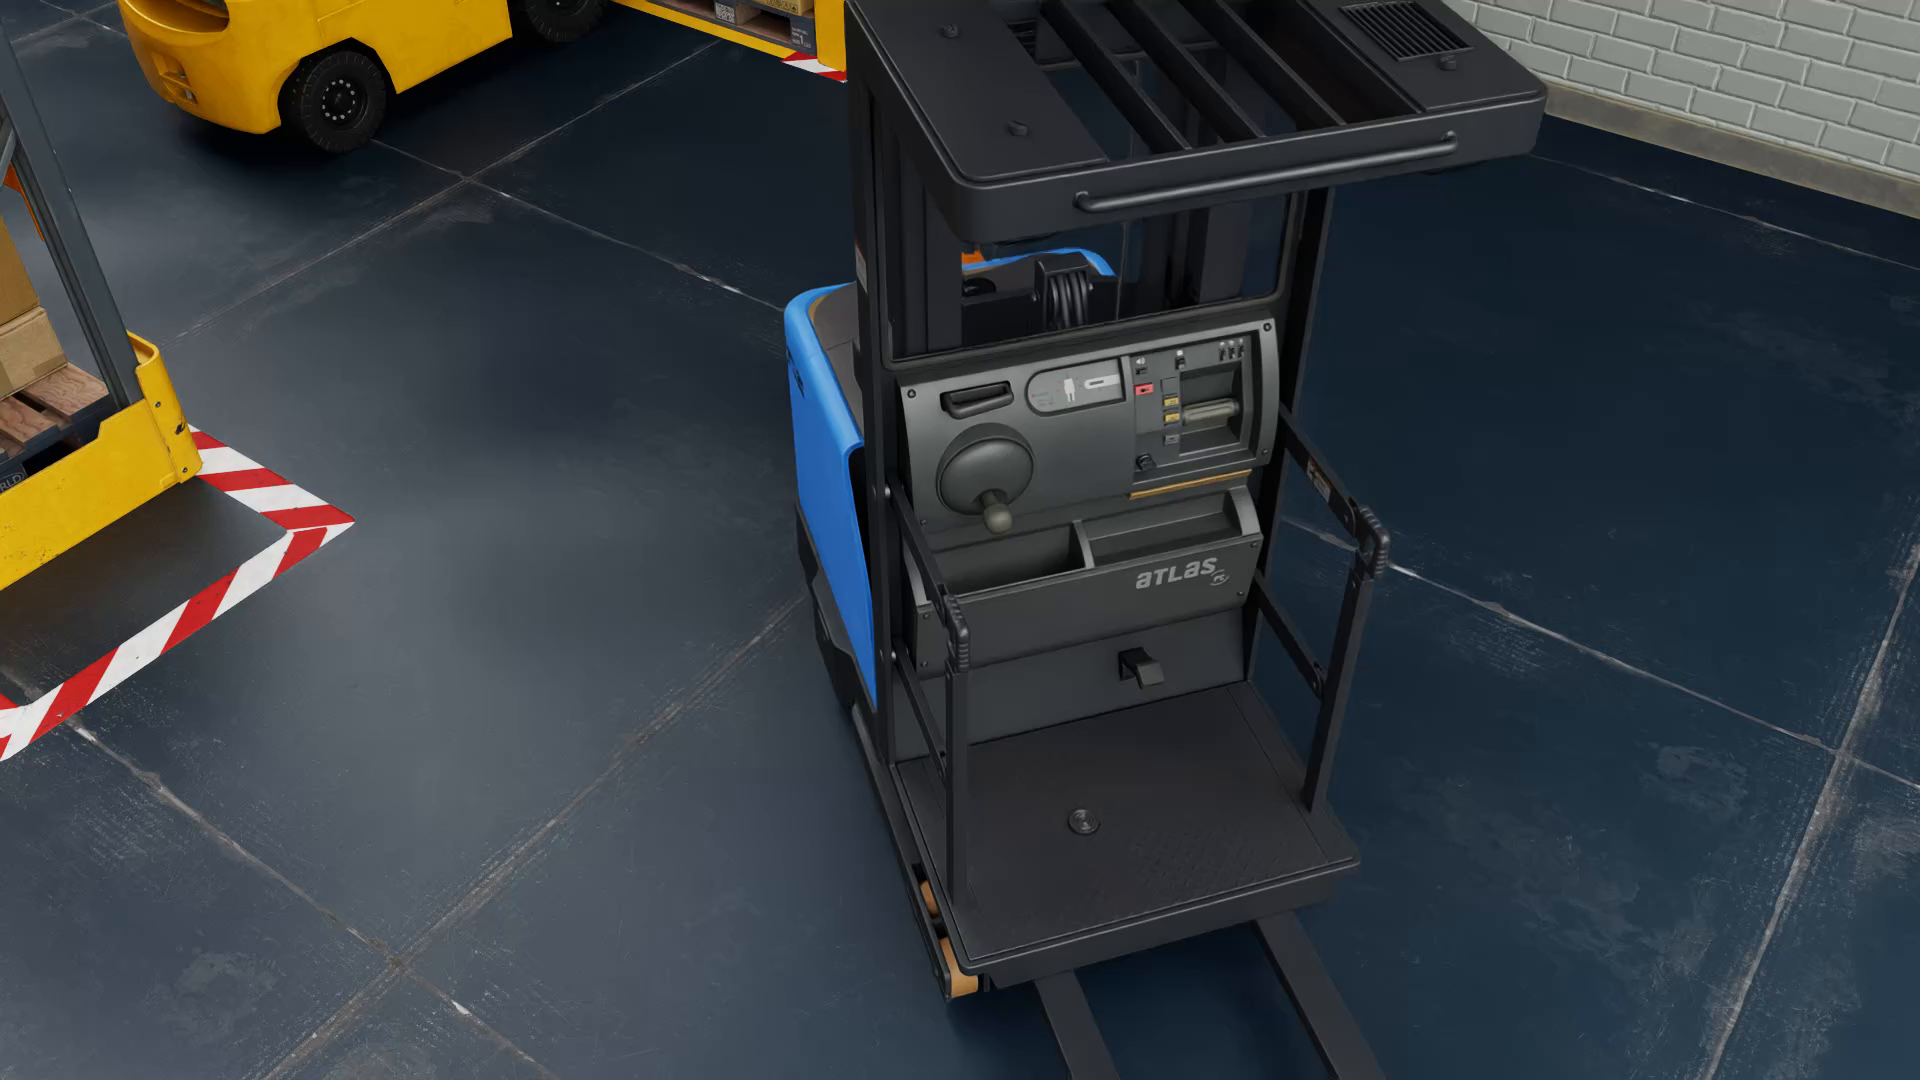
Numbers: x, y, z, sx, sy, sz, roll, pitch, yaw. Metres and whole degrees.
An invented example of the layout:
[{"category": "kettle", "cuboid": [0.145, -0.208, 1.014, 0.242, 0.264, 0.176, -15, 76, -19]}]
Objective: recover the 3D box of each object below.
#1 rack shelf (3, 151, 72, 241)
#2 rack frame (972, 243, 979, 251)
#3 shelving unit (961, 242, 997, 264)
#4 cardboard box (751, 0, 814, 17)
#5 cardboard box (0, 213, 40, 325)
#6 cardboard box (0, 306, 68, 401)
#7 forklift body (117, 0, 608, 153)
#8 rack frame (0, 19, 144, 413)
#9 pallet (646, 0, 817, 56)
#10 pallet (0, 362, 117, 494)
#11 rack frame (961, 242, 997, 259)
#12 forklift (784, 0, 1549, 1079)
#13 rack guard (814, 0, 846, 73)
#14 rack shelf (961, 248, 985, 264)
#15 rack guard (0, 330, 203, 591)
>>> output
[{"category": "rack shelf", "cuboid": [-4.781, -1.605, 5.834, 4.000, 0.370, 1.077, 25, 48, 25]}, {"category": "rack frame", "cuboid": [-0.055, -0.645, 5.571, 0.240, 1.200, 0.006, -12, 43, -13]}, {"category": "shelving unit", "cuboid": [-0.028, -0.586, 5.505, 0.258, 1.200, 0.189, -12, 43, -13]}, {"category": "cardboard box", "cuboid": [-0.862, -2.958, 8.554, 0.500, 0.250, 0.500, 25, 48, 26]}, {"category": "cardboard box", "cuboid": [-3.665, -0.988, 5.789, 0.500, 0.500, 0.500, 24, 47, 24]}, {"category": "cardboard box", "cuboid": [-3.645, -0.699, 6.029, 0.500, 0.250, 0.500, 25, 47, 25]}, {"category": "forklift body", "cuboid": [-2.896, -3.233, 7.750, 1.214, 2.155, 2.313, 25, 48, 25]}, {"category": "rack frame", "cuboid": [-3.143, -1.108, 4.738, 0.127, 3.000, 1.000, 25, 48, 25]}, {"category": "pallet", "cuboid": [-0.946, -3.050, 9.000, 1.213, 0.211, 1.003, 25, 48, 25]}, {"category": "pallet", "cuboid": [-3.850, -0.428, 6.070, 1.213, 0.211, 1.003, 25, 48, 25]}, {"category": "rack frame", "cuboid": [-0.001, -0.528, 5.440, 0.240, 1.200, 0.006, -12, 43, -13]}, {"category": "forklift", "cuboid": [0.383, -0.190, 3.765, 1.130, 2.935, 3.031, -12, 43, -13]}, {"category": "rack guard", "cuboid": [-0.277, -2.878, 8.592, 0.348, 0.500, 1.175, 25, 48, 25]}, {"category": "rack shelf", "cuboid": [-0.028, -0.821, 5.295, 0.258, 0.103, 0.180, -12, 43, -13]}, {"category": "rack guard", "cuboid": [-3.205, -0.205, 5.604, 0.348, 0.500, 1.175, 25, 48, 25]}]
